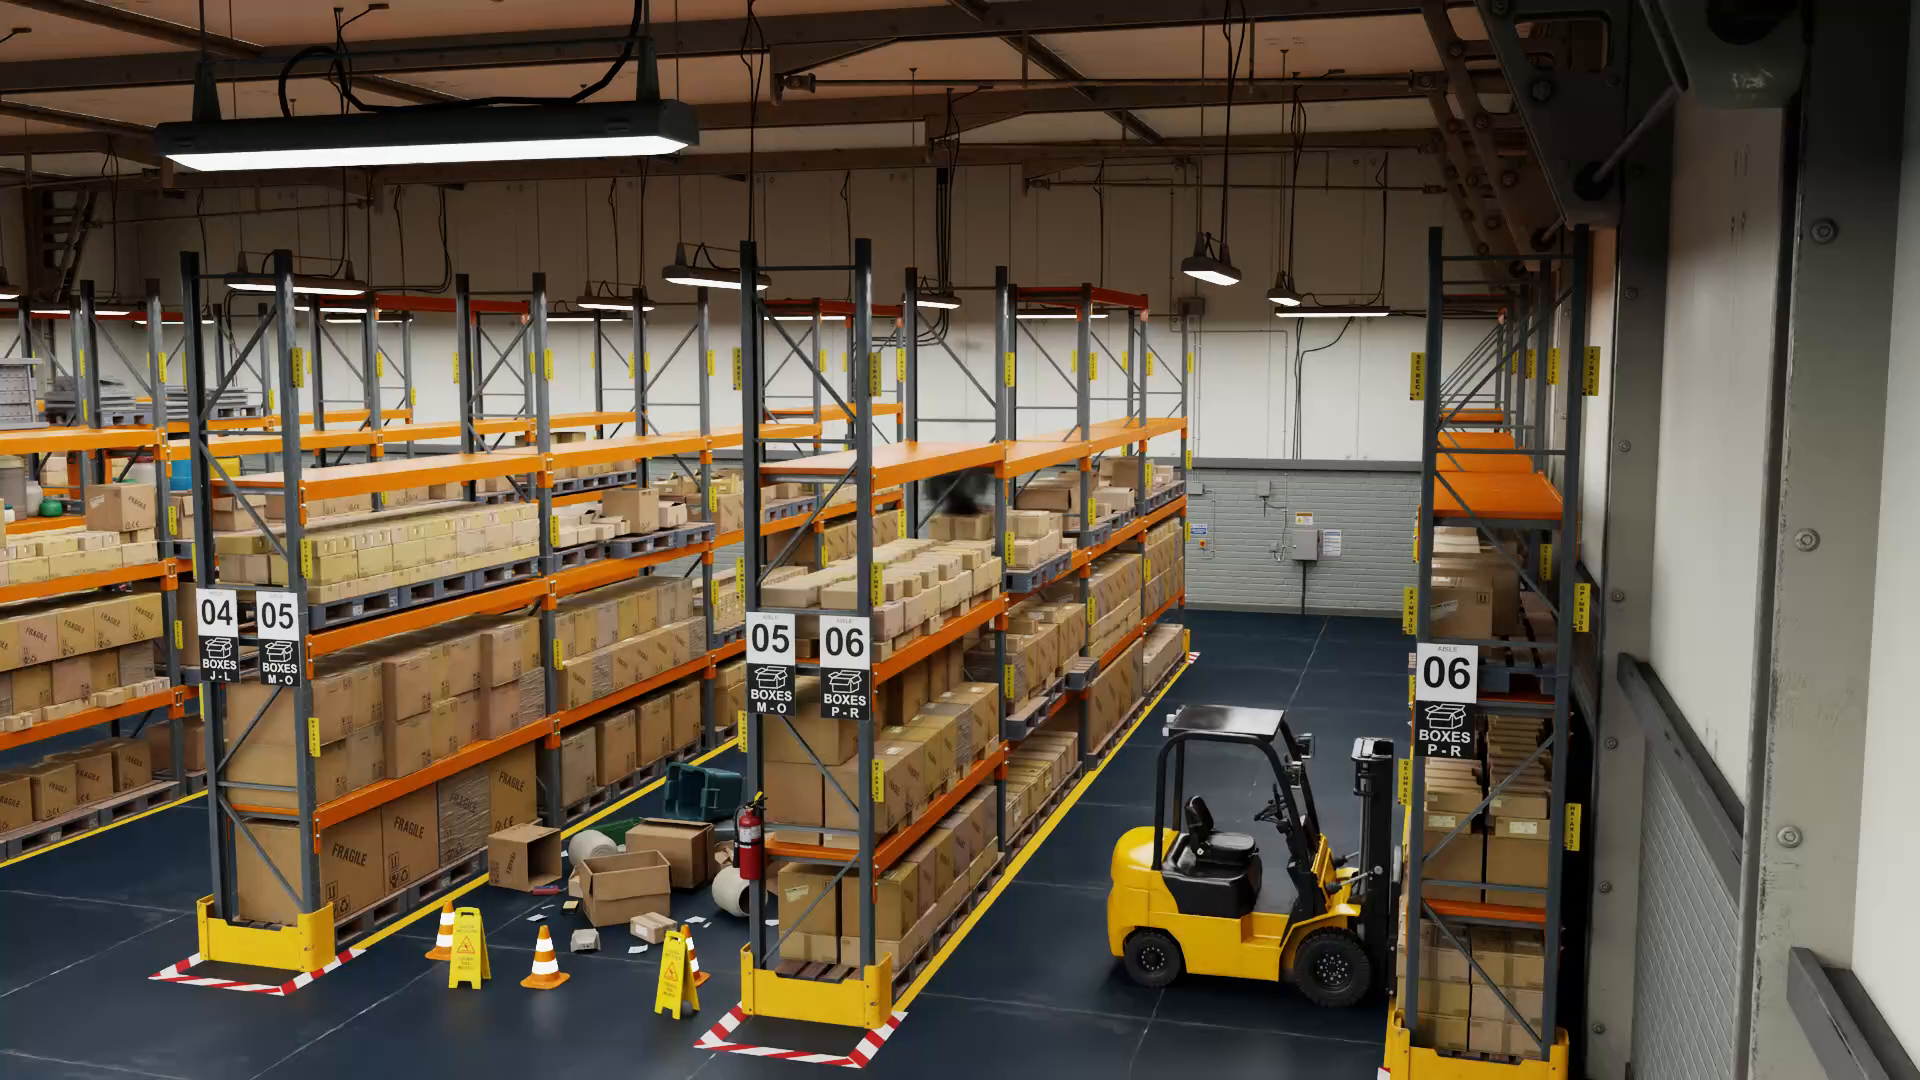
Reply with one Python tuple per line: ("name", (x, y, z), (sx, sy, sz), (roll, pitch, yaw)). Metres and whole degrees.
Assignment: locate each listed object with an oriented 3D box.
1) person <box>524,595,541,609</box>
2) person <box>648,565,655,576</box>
("person", (-6.180, 1.573, 24.352), (0.672, 1.805, 0.733), (1, 6, 5))
("person", (-5.237, 1.221, 27.812), (0.582, 1.679, 0.745), (1, 6, 9))
